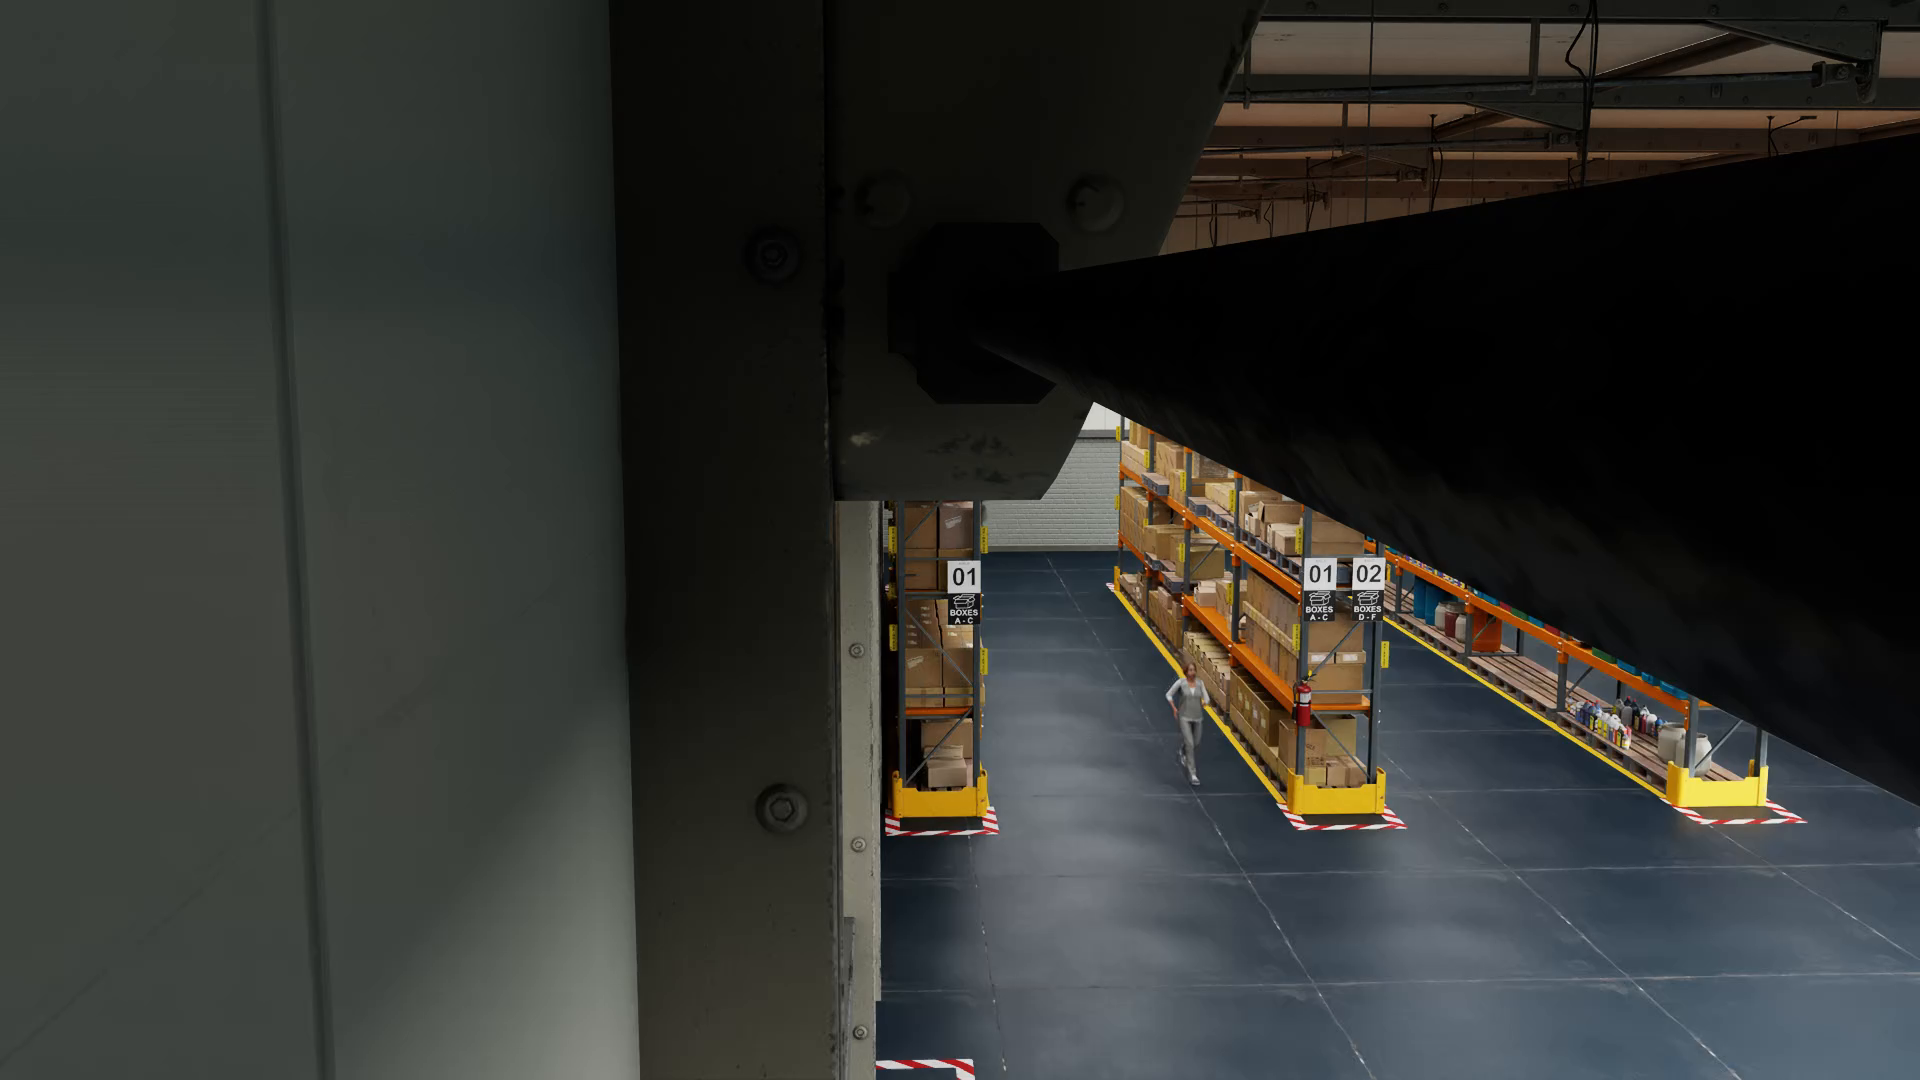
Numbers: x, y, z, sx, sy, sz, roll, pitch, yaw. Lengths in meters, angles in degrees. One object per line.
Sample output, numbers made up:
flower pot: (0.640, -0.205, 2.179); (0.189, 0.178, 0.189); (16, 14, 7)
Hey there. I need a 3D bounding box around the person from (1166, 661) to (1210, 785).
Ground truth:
person: (3.033, 2.380, 22.028); (0.545, 1.575, 0.853); (-2, 8, -14)
